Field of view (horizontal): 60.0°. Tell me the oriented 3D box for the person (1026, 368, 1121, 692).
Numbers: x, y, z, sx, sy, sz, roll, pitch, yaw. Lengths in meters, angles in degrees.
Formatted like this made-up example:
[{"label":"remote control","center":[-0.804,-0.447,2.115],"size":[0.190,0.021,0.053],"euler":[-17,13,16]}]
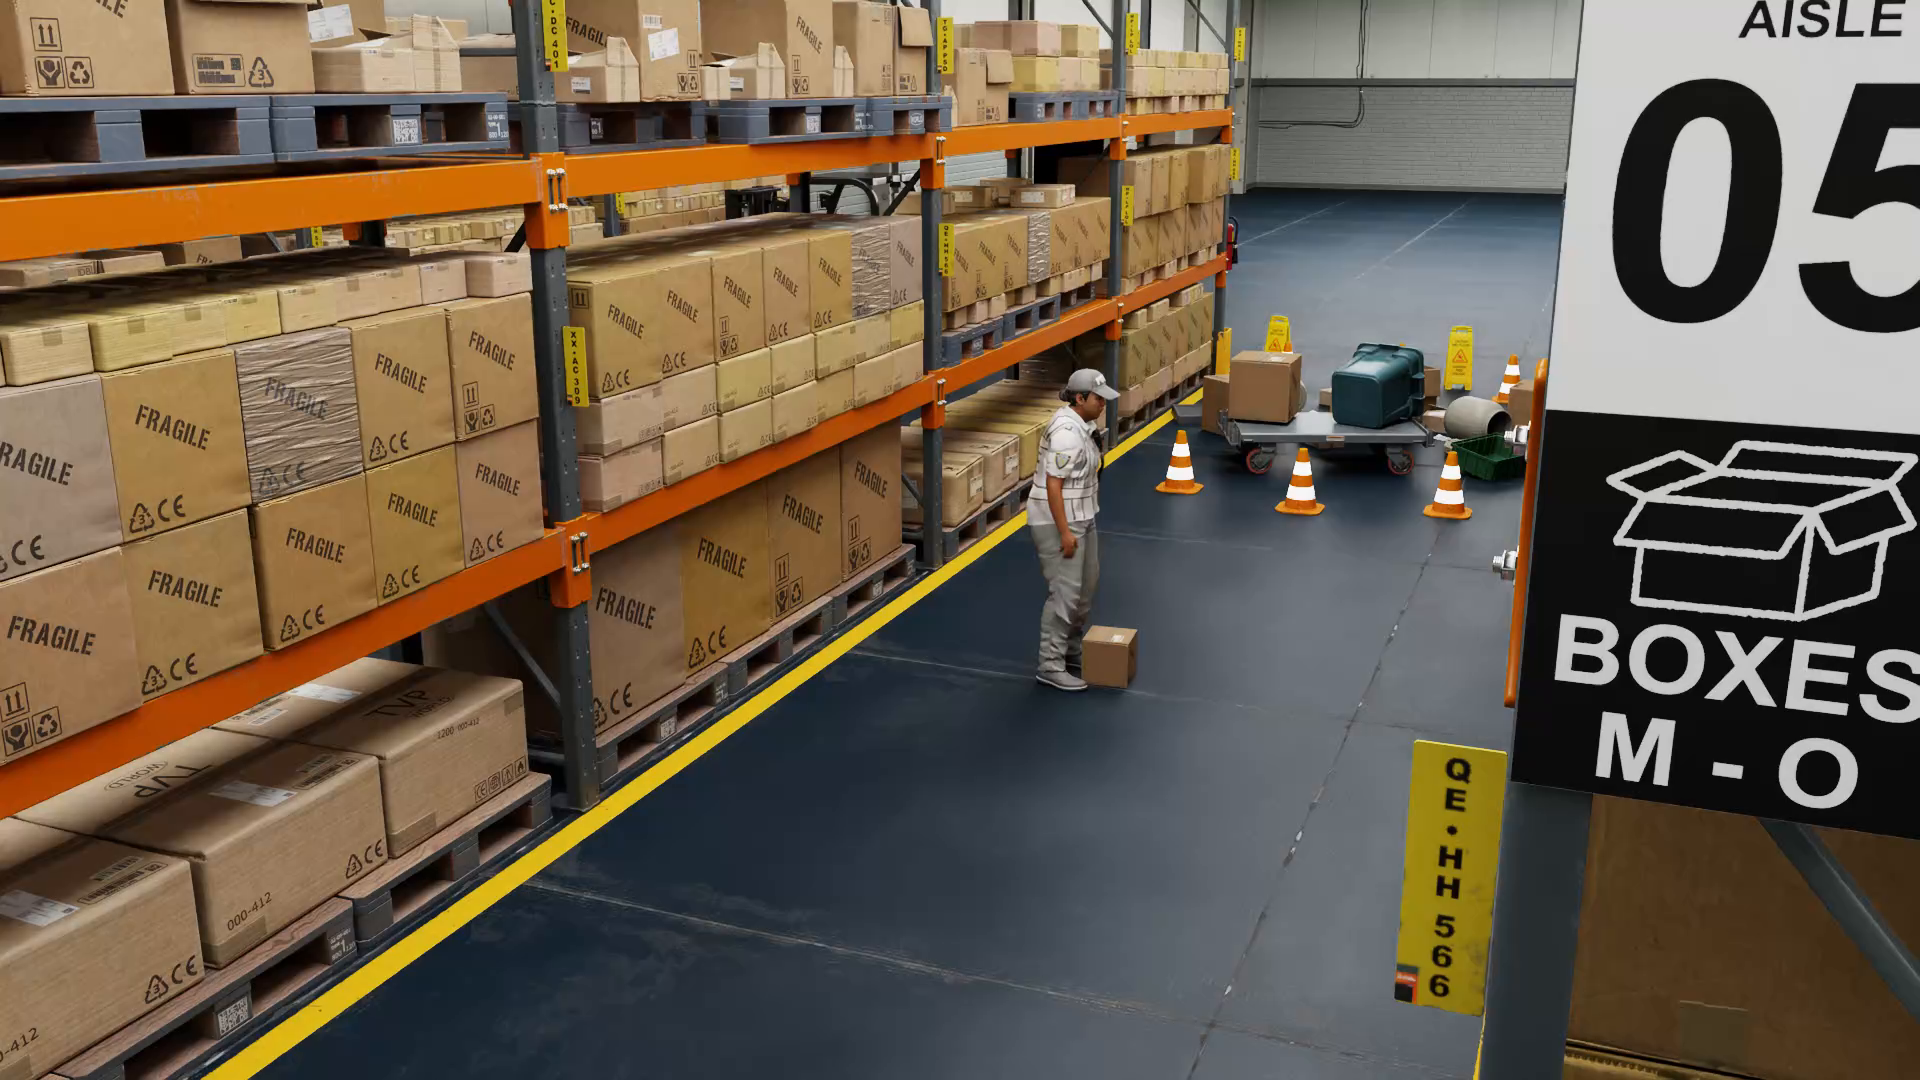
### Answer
[{"label":"person","center":[0.596,-0.079,8.794],"size":[0.463,1.667,0.563],"euler":[5,16,18]}]
